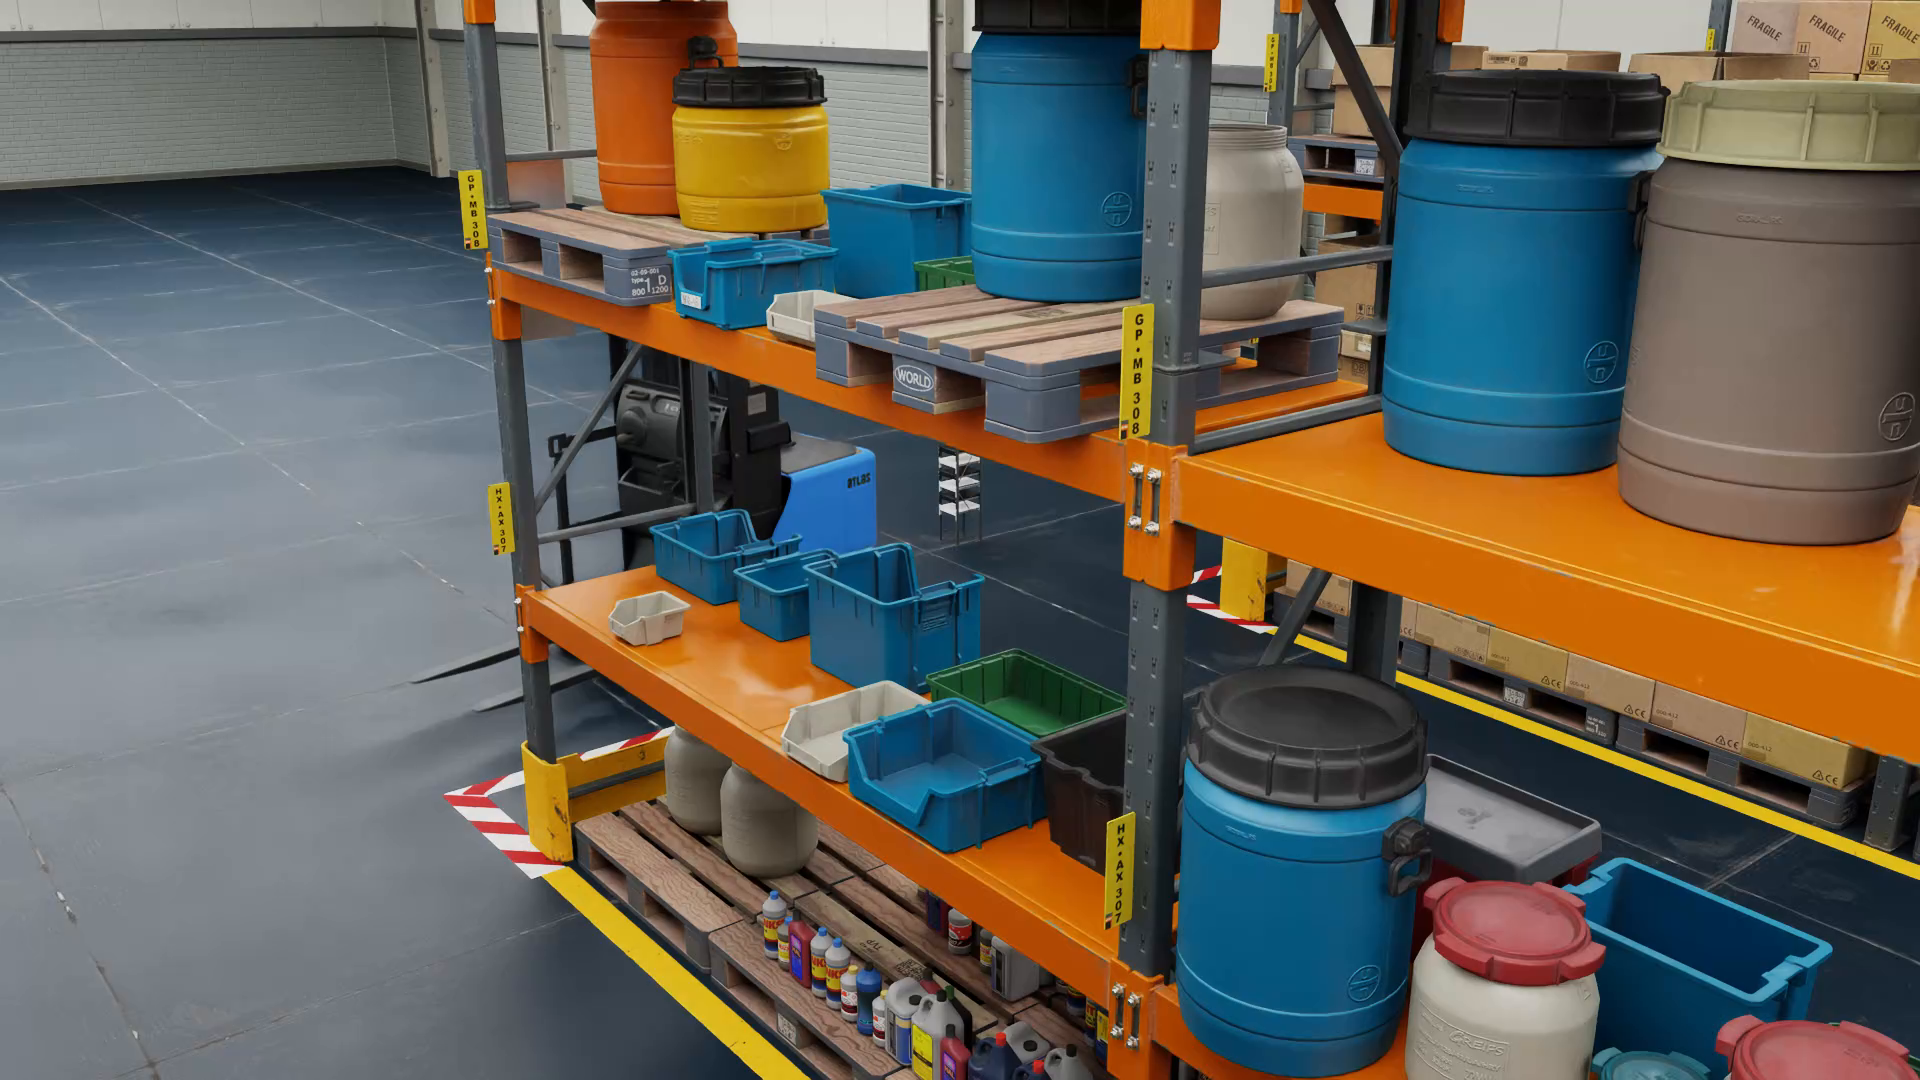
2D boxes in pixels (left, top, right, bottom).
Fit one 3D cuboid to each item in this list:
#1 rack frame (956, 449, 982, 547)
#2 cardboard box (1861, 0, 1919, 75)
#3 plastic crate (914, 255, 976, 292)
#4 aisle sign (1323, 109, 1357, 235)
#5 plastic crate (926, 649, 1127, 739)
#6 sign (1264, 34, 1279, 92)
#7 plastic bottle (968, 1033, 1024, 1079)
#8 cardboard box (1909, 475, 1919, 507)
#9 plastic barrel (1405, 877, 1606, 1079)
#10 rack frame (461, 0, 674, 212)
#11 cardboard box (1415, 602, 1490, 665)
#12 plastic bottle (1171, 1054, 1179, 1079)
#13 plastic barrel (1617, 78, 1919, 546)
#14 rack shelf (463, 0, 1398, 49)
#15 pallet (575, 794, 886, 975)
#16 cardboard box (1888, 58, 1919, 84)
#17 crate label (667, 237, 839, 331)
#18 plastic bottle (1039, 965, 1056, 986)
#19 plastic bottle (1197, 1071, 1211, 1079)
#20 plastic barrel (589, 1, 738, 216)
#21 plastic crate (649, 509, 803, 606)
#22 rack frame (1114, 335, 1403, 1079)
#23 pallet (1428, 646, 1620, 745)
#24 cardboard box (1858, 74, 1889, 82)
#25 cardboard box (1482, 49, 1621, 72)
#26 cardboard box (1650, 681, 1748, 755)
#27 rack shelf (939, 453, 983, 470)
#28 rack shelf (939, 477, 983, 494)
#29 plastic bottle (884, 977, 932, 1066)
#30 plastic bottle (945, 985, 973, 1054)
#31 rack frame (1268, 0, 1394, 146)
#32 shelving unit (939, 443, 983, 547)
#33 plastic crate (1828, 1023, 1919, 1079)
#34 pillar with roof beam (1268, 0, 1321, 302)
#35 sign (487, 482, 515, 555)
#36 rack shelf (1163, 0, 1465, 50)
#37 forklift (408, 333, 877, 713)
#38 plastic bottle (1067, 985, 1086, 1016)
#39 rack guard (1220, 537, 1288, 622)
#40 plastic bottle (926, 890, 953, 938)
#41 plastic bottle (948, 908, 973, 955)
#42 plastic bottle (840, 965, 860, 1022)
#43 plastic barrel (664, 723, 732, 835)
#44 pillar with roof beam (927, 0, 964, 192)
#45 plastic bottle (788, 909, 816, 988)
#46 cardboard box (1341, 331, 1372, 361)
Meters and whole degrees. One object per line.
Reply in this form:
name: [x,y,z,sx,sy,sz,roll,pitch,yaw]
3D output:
rack frame: [0.068,-0.400,12.139,0.240,0.900,0.006,-14,23,-36]
cardboard box: [6.797,-3.558,11.784,0.500,0.500,0.500,-13,22,-35]
plastic crate: [0.100,-0.849,5.719,0.336,0.188,0.450,-14,23,-36]
aisle sign: [2.458,-2.343,10.530,0.394,0.787,0.004,-14,23,-36]
plastic crate: [0.245,0.627,6.033,0.450,0.188,0.662,-14,23,-36]
sign: [1.829,-2.805,9.772,0.100,0.325,0.005,-14,23,-36]
plastic bottle: [0.122,1.815,5.622,0.144,0.351,0.185,-15,24,-39]
cardboard box: [4.471,-0.205,8.050,0.700,0.500,0.500,-15,23,-38]
plastic barrel: [1.289,1.131,3.960,0.433,0.535,0.433,0,18,0]
rack frame: [-1.617,-2.917,6.856,1.000,3.000,0.127,-14,23,-36]
cardboard box: [3.050,0.492,9.810,0.500,0.250,0.500,-14,23,-36]
plastic bottle: [0.707,1.780,5.837,0.061,0.283,0.133,-14,23,-36]
plastic barrel: [1.759,-0.501,3.535,0.600,0.901,0.600,0,18,0]
rack shelf: [-0.375,-1.893,5.544,1.077,0.370,4.000,-14,23,-36]
pallet: [-1.033,1.465,7.601,1.003,0.211,1.213,-14,23,-36]
cardboard box: [4.646,-1.962,7.695,0.500,0.500,0.500,-12,22,-32]
crate label: [-0.714,-0.897,5.764,0.502,0.251,0.408,-14,23,-36]
plastic bottle: [0.310,1.534,6.472,0.144,0.351,0.185,-14,23,-37]
plastic bottle: [0.886,1.822,5.840,0.097,0.201,0.097,0,18,0]
plastic barrel: [-1.216,-1.801,6.908,0.600,0.830,0.708,-14,23,-36]
plastic crate: [-1.072,0.066,7.627,0.499,0.251,0.616,-14,23,-36]
rack frame: [0.867,0.916,4.823,1.000,3.000,0.127,-14,23,-36]
pallet: [3.529,0.769,9.703,1.003,0.211,1.213,-14,23,-36]
cardboard box: [6.792,-3.086,11.948,0.500,0.500,0.500,-13,22,-34]
cardboard box: [3.085,-2.310,8.744,0.500,0.500,0.500,-14,23,-36]
cardboard box: [3.990,0.860,8.700,0.500,0.250,0.500,-14,23,-36]
rack shelf: [0.005,-0.564,12.169,0.258,0.077,0.200,-14,23,-36]
rack shelf: [0.005,-0.394,12.225,0.258,0.077,0.200,-14,23,-36]
plastic bottle: [-0.177,1.730,5.998,0.152,0.276,0.135,-13,23,-35]
plastic bottle: [-0.015,1.741,5.953,0.061,0.283,0.133,-14,23,-36]
rack frame: [2.268,-3.883,9.773,1.000,3.000,0.127,-14,23,-36]
shelving unit: [0.005,-0.425,12.215,0.258,0.900,0.210,-14,23,-36]
plastic crate: [2.169,1.391,3.727,0.450,0.188,0.662,-14,23,-36]
pillar with roof beam: [0.162,-5.485,14.612,9.100,9.000,0.400,-14,23,-36]
sign: [-2.051,-0.094,7.435,0.100,0.325,0.005,-14,23,-36]
rack shelf: [2.108,-0.907,2.567,1.077,0.370,4.000,-14,23,-36]
forklift: [-1.860,-0.693,9.793,1.130,2.935,3.031,15,23,38]
plastic bottle: [0.453,1.647,6.256,0.097,0.271,0.097,0,18,0]
rack guard: [2.253,0.146,11.127,1.175,0.500,0.348,-14,23,-36]
plastic bottle: [-0.081,1.467,6.782,0.061,0.283,0.133,-14,23,-36]
plastic bottle: [0.002,1.548,6.668,0.097,0.201,0.097,0,18,0]
plastic bottle: [-0.399,1.691,6.234,0.097,0.201,0.097,0,18,0]
plastic barrel: [-1.148,1.060,7.680,0.421,0.512,0.421,0,18,0]
pillar with roof beam: [-3.564,-6.964,19.077,9.100,9.000,0.400,-14,23,-36]
plastic bottle: [-0.609,1.578,6.445,0.061,0.283,0.133,-14,23,-35]
cardboard box: [2.509,-1.187,9.985,0.380,0.149,0.250,-15,23,-37]
